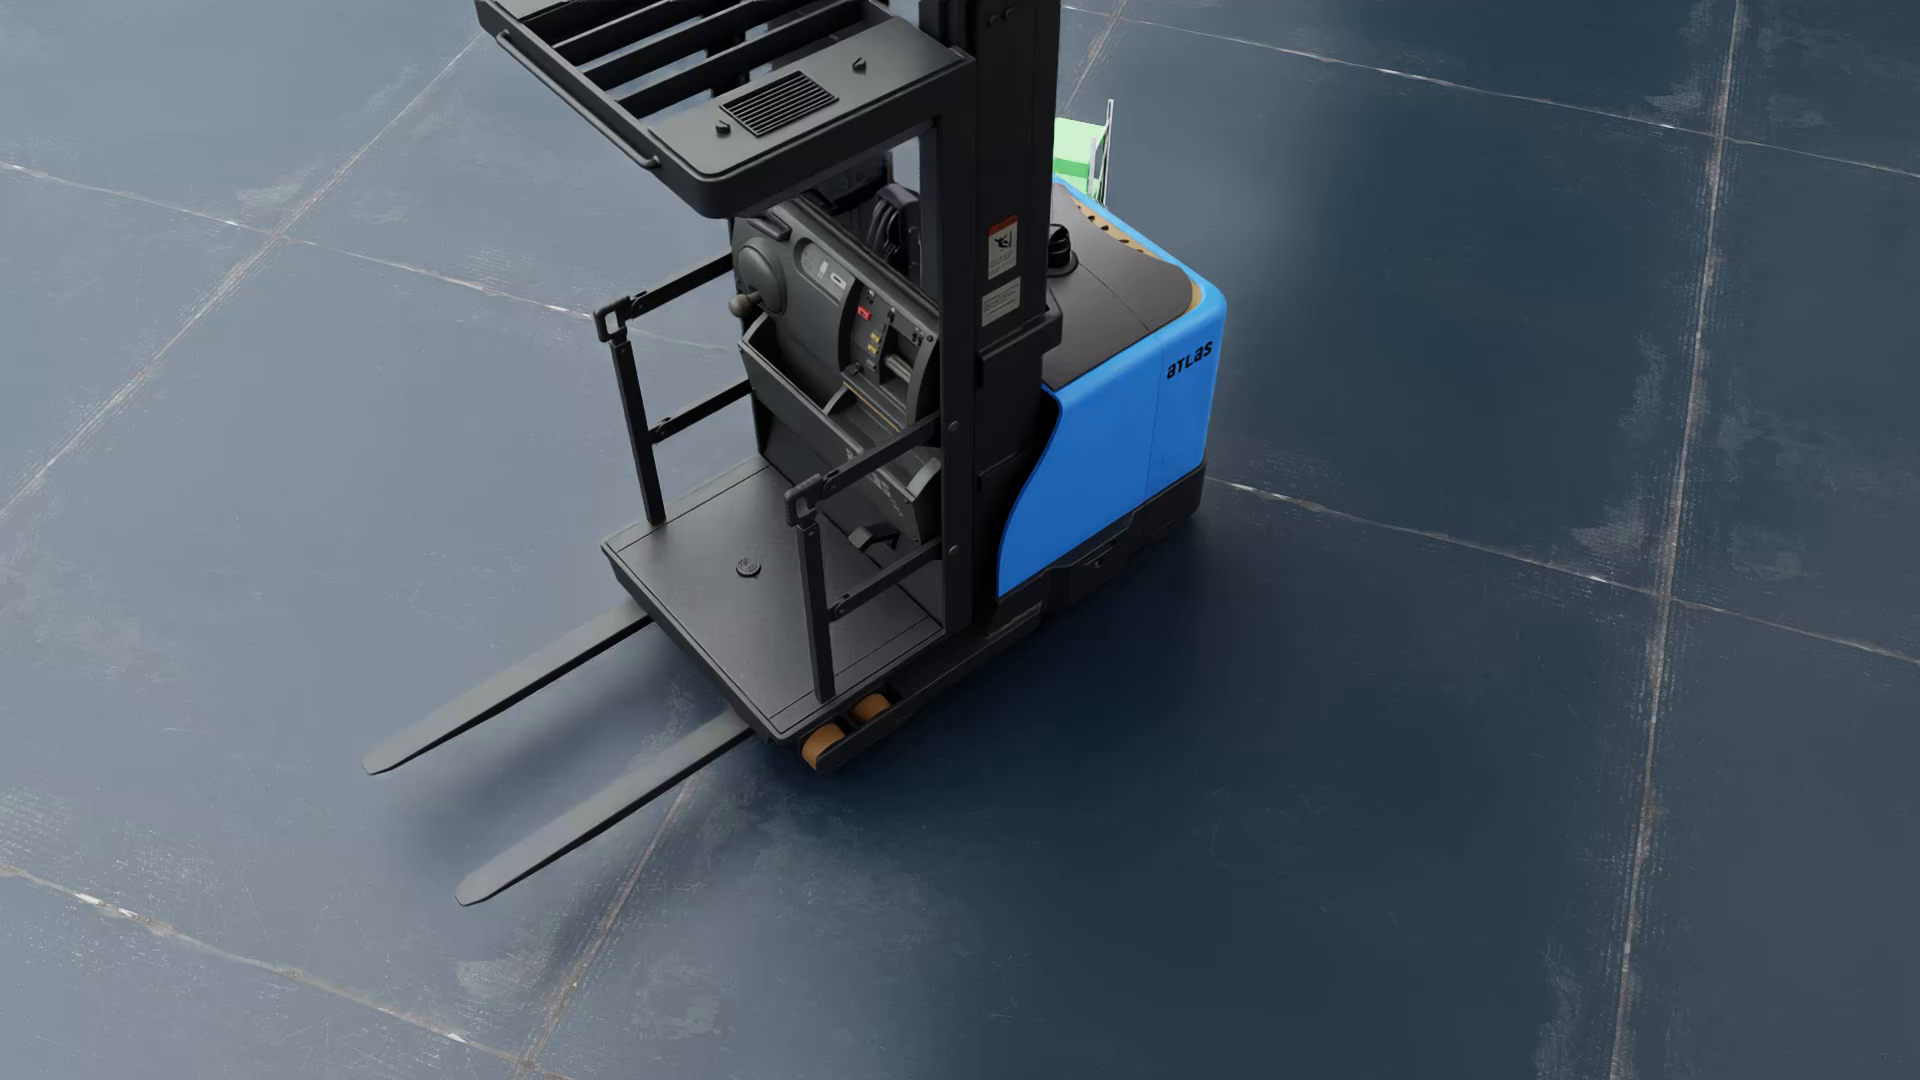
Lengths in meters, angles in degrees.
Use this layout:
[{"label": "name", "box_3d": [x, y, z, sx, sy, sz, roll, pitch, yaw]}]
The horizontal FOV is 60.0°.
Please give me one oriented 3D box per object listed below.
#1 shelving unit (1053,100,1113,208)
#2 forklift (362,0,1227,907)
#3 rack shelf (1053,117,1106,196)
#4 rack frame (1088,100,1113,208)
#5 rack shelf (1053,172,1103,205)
[{"label": "shelving unit", "box_3d": [0.281, -1.183, 6.481, 0.503, 1.200, 0.258, 15, 51, 12]}, {"label": "forklift", "box_3d": [-0.545, -0.636, 4.862, 3.031, 2.935, 1.130, -32, 56, -25]}, {"label": "rack shelf", "box_3d": [0.281, -1.455, 6.167, 0.480, 0.148, 0.258, 15, 51, 12]}, {"label": "rack frame", "box_3d": [0.512, -1.123, 6.429, 0.015, 1.200, 0.240, 15, 51, 12]}, {"label": "rack shelf", "box_3d": [0.281, -1.298, 6.348, 0.480, 0.148, 0.258, 15, 51, 12]}]
